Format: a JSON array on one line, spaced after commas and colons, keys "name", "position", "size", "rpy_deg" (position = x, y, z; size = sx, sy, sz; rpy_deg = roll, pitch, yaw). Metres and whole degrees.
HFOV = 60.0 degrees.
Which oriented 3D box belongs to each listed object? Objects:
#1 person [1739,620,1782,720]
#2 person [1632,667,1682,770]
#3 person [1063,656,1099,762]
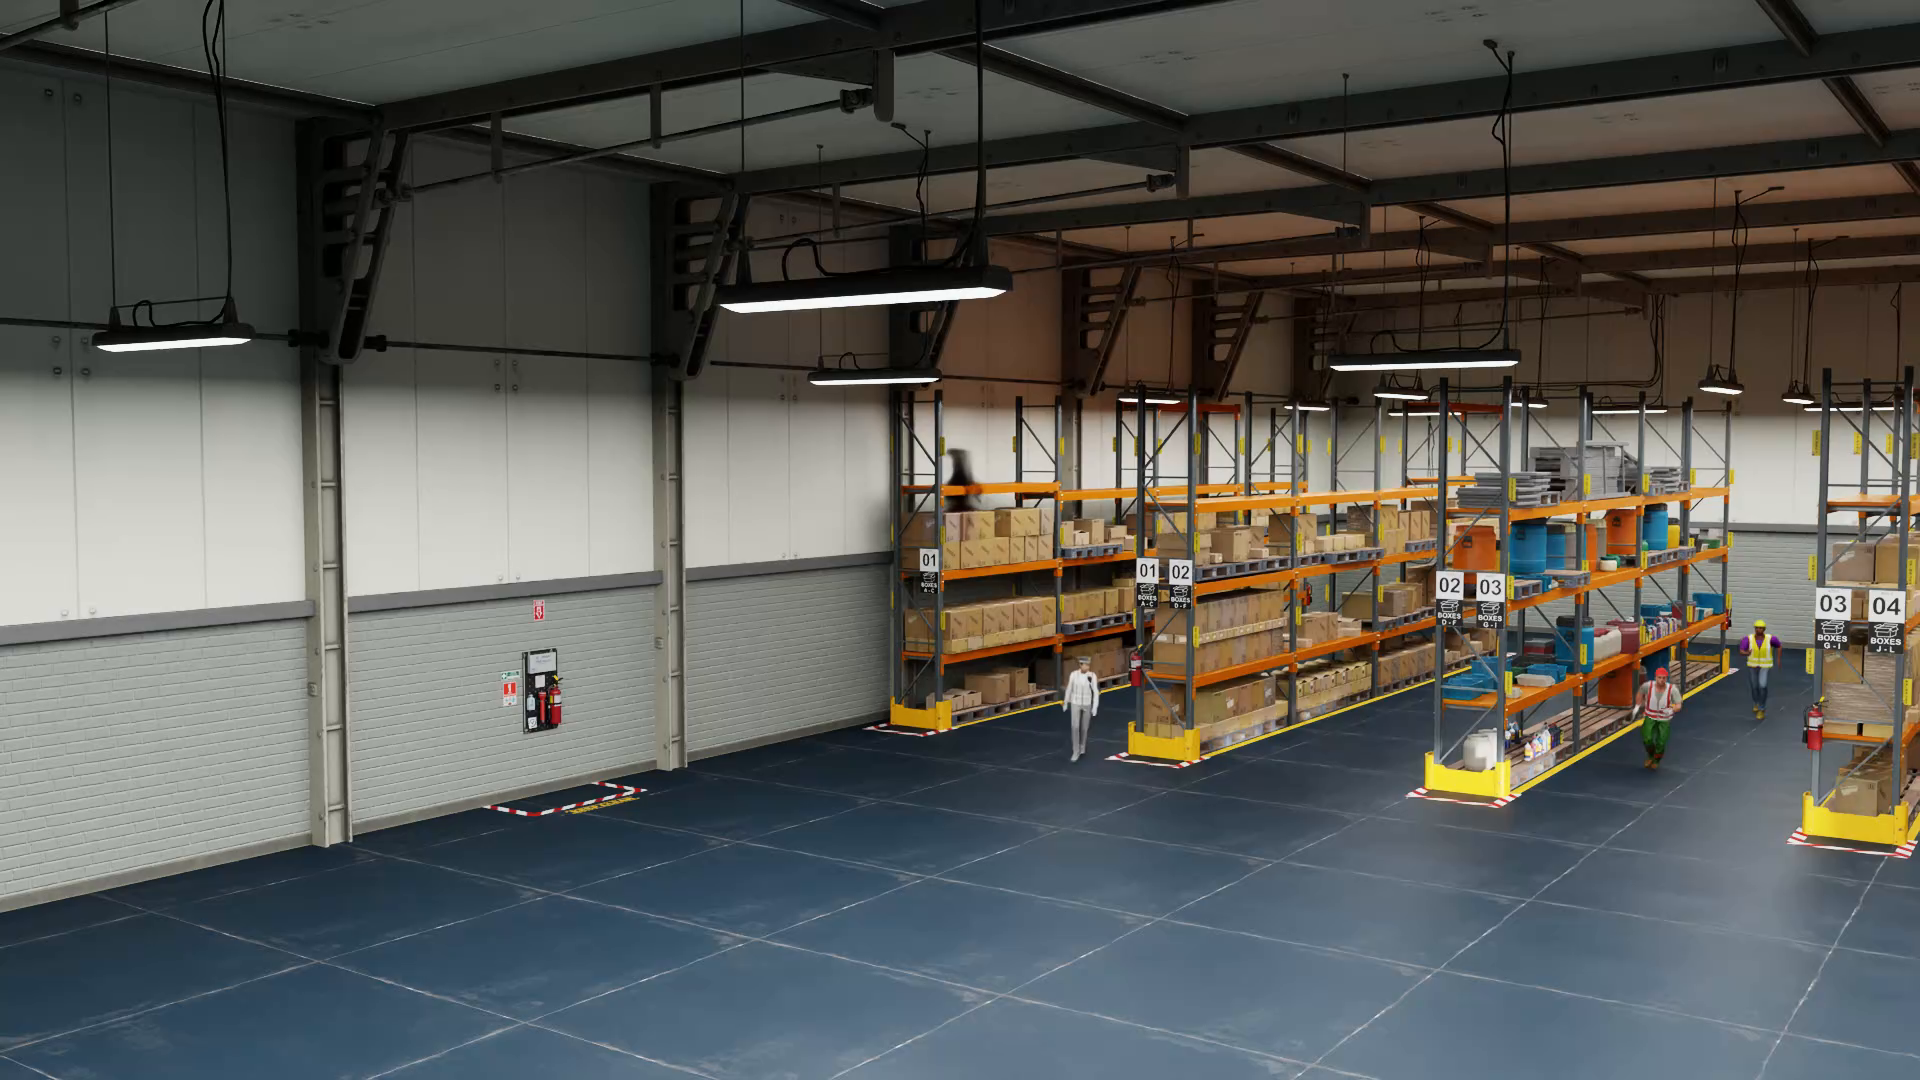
[{"name": "person", "position": [14.785, 2.383, 30.752], "size": [0.686, 1.822, 0.865], "rpy_deg": [2, 4, 33]}, {"name": "person", "position": [10.686, 2.749, 25.492], "size": [0.685, 1.649, 0.875], "rpy_deg": [1, 3, 20]}, {"name": "person", "position": [1.956, 2.693, 26.761], "size": [0.558, 1.679, 0.762], "rpy_deg": [0, 3, -4]}]
